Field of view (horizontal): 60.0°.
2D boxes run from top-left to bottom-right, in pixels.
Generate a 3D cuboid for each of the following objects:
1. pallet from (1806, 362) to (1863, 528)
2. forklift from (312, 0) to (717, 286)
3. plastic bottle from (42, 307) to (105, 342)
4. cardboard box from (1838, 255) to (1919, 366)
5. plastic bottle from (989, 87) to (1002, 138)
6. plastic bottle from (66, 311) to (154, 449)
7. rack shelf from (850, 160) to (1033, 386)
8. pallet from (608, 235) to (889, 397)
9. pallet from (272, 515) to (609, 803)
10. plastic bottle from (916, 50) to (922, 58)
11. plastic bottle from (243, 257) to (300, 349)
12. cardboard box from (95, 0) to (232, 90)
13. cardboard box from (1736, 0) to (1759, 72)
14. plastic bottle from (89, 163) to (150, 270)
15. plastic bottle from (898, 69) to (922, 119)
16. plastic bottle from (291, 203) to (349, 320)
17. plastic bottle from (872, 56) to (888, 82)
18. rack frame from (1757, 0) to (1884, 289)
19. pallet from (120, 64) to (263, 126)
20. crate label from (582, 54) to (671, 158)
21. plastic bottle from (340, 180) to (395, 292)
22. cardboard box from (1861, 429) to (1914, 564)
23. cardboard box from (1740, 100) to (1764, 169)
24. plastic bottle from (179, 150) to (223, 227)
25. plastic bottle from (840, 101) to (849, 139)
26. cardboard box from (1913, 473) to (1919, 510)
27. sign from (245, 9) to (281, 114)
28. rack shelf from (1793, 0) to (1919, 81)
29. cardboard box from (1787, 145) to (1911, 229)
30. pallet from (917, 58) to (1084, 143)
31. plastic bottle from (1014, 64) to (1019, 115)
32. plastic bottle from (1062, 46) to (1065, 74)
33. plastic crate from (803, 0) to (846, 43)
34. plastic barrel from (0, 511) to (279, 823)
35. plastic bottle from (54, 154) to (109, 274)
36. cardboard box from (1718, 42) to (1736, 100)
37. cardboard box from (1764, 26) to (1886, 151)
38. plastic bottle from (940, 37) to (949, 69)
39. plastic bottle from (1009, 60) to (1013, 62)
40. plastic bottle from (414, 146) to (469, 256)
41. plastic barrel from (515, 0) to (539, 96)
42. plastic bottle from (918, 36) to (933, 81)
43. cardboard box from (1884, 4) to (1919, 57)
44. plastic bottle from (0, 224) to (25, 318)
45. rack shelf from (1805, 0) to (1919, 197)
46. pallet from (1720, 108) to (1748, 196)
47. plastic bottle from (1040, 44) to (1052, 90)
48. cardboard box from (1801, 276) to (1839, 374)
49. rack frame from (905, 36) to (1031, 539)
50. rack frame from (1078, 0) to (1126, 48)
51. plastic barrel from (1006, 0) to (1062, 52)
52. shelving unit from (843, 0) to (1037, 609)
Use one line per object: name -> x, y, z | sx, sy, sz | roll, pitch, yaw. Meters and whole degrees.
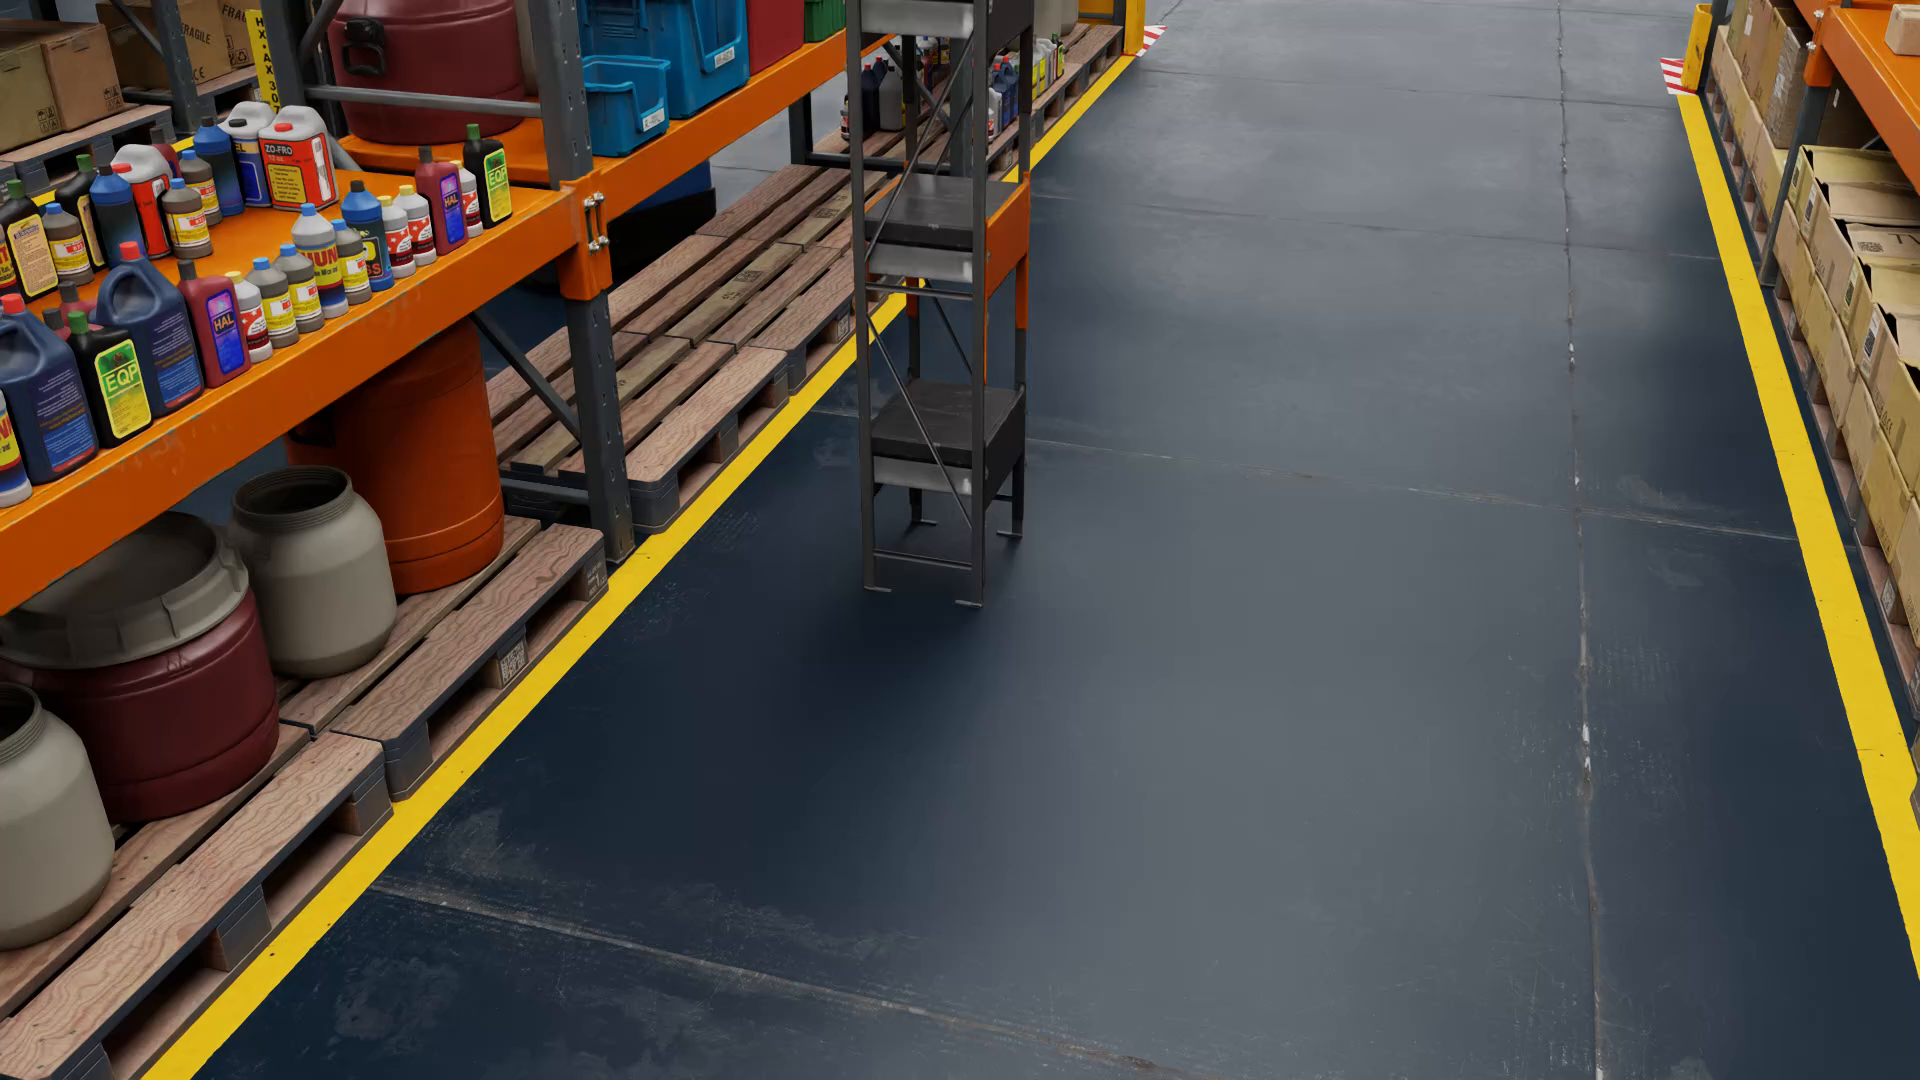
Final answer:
pallet -> 3.768, -0.336, 6.137 | 1.003, 0.211, 1.213 | 8, 30, 15
forklift -> -2.656, -3.066, 8.247 | 3.031, 2.935, 1.130 | 23, 37, 35
plastic bottle -> -1.803, -0.351, 3.415 | 0.061, 0.283, 0.133 | 8, 30, 15
cardboard box -> 3.494, -0.827, 5.971 | 0.500, 0.311, 0.500 | 9, 30, 16
plastic bottle -> 0.151, -2.422, 9.367 | 0.152, 0.276, 0.135 | 10, 30, 17
plastic bottle -> -1.745, -0.342, 3.399 | 0.061, 0.283, 0.133 | 8, 30, 15
rack shelf -> -0.049, -0.829, 5.108 | 0.431, 0.518, 0.480 | 8, 30, 15
pallet -> -0.980, -1.022, 7.370 | 1.003, 0.211, 1.213 | 8, 30, 15
pallet -> -1.796, 0.270, 5.048 | 1.003, 0.211, 1.213 | 8, 30, 15
plastic bottle -> -0.315, -2.837, 10.113 | 0.152, 0.276, 0.135 | 9, 30, 16
plastic bottle -> -1.606, -0.556, 3.868 | 0.097, 0.201, 0.097 | 0, 29, 0
cardboard box -> -5.010, -3.158, 10.481 | 0.500, 0.500, 0.500 | 8, 30, 13
cardboard box -> 4.828, -2.956, 9.603 | 0.500, 0.500, 0.500 | 8, 30, 15
plastic bottle -> -2.179, -0.836, 4.300 | 0.097, 0.271, 0.097 | 0, 29, 0
plastic bottle -> -0.312, -2.602, 9.691 | 0.152, 0.276, 0.135 | 8, 30, 15
plastic bottle -> -1.549, -0.677, 4.013 | 0.097, 0.271, 0.097 | 0, 29, 0
plastic bottle -> -0.461, -2.644, 9.690 | 0.144, 0.351, 0.185 | 7, 30, 12
rack frame -> 4.303, -2.471, 7.107 | 1.000, 3.000, 0.127 | 8, 30, 15
pallet -> -5.002, -2.985, 10.899 | 1.003, 0.211, 1.213 | 8, 30, 15
crate label -> -1.123, -1.390, 5.336 | 0.303, 0.233, 0.416 | 8, 30, 15
plastic bottle -> -1.492, -0.767, 4.176 | 0.097, 0.271, 0.097 | 0, 29, 0
cardboard box -> 3.198, -0.114, 5.265 | 0.500, 0.250, 0.500 | 8, 30, 14
cardboard box -> 4.519, -2.165, 8.953 | 0.500, 0.250, 0.500 | 8, 30, 15
plastic bottle -> -2.130, -0.984, 4.638 | 0.097, 0.201, 0.097 | 0, 29, 0
plastic bottle -> -0.622, -2.362, 9.337 | 0.097, 0.201, 0.097 | 0, 29, 0
cardboard box -> 3.048, -0.118, 4.696 | 0.500, 0.311, 0.500 | 9, 30, 16
sign -> -2.133, -1.468, 5.135 | 0.100, 0.325, 0.005 | 8, 30, 15
rack shelf -> 4.890, -3.086, 8.953 | 1.077, 0.370, 4.000 | 8, 30, 15
cardboard box -> 3.944, -1.542, 7.256 | 0.500, 0.311, 0.500 | 9, 30, 15
pallet -> 0.163, -2.836, 10.631 | 1.003, 0.211, 1.213 | 8, 30, 15
plastic bottle -> 0.347, -2.660, 9.787 | 0.061, 0.283, 0.133 | 10, 31, 17
plastic bottle -> 0.623, -3.092, 10.649 | 0.097, 0.201, 0.097 | 0, 29, 0
plastic crate -> -0.672, -2.238, 6.905 | 0.450, 0.188, 0.662 | 8, 30, 15
plastic barrel -> -2.064, 0.304, 4.167 | 0.600, 0.588, 0.708 | 8, 30, 15
plastic bottle -> -2.260, -0.844, 4.302 | 0.061, 0.283, 0.133 | 8, 30, 15
cardboard box -> 4.964, -2.862, 10.205 | 0.500, 0.250, 0.500 | 8, 30, 15
cardboard box -> 4.388, -2.258, 8.349 | 0.500, 0.500, 0.500 | 8, 30, 15
plastic bottle -> -0.117, -3.162, 10.774 | 0.097, 0.201, 0.097 | 0, 29, 0
plastic bottle -> 0.309, -2.834, 10.185 | 0.097, 0.201, 0.097 | 0, 29, 0
plastic bottle -> -1.383, -0.914, 4.427 | 0.061, 0.283, 0.133 | 8, 30, 15
plastic barrel -> -1.507, -1.878, 5.926 | 0.421, 0.512, 0.421 | 0, 29, 0
plastic bottle -> -0.217, -3.035, 10.474 | 0.097, 0.271, 0.097 | 0, 29, 0
cardboard box -> 3.848, -1.979, 6.480 | 0.380, 0.149, 0.250 | 8, 30, 15
plastic bottle -> -2.344, -0.676, 4.011 | 0.097, 0.271, 0.097 | 0, 29, 0
rack shelf -> 3.716, -1.228, 5.611 | 1.077, 0.370, 4.000 | 8, 30, 15
pallet -> 4.933, -2.185, 9.461 | 1.003, 0.211, 1.213 | 8, 30, 15
plastic bottle -> 0.483, -2.947, 10.311 | 0.152, 0.276, 0.135 | 8, 30, 13
cardboard box -> 3.647, -0.823, 6.540 | 0.500, 0.250, 0.500 | 8, 30, 13
rack frame -> 0.023, -0.954, 5.305 | 0.400, 2.100, 0.015 | 8, 30, 15
rack frame -> 0.743, -5.039, 11.722 | 1.000, 3.000, 0.127 | 8, 30, 15
plastic barrel -> 0.476, -3.585, 11.237 | 0.421, 0.512, 0.421 | 0, 29, 0
shelving unit -> -0.049, -0.841, 5.101 | 0.431, 2.100, 0.503 | 8, 30, 15
